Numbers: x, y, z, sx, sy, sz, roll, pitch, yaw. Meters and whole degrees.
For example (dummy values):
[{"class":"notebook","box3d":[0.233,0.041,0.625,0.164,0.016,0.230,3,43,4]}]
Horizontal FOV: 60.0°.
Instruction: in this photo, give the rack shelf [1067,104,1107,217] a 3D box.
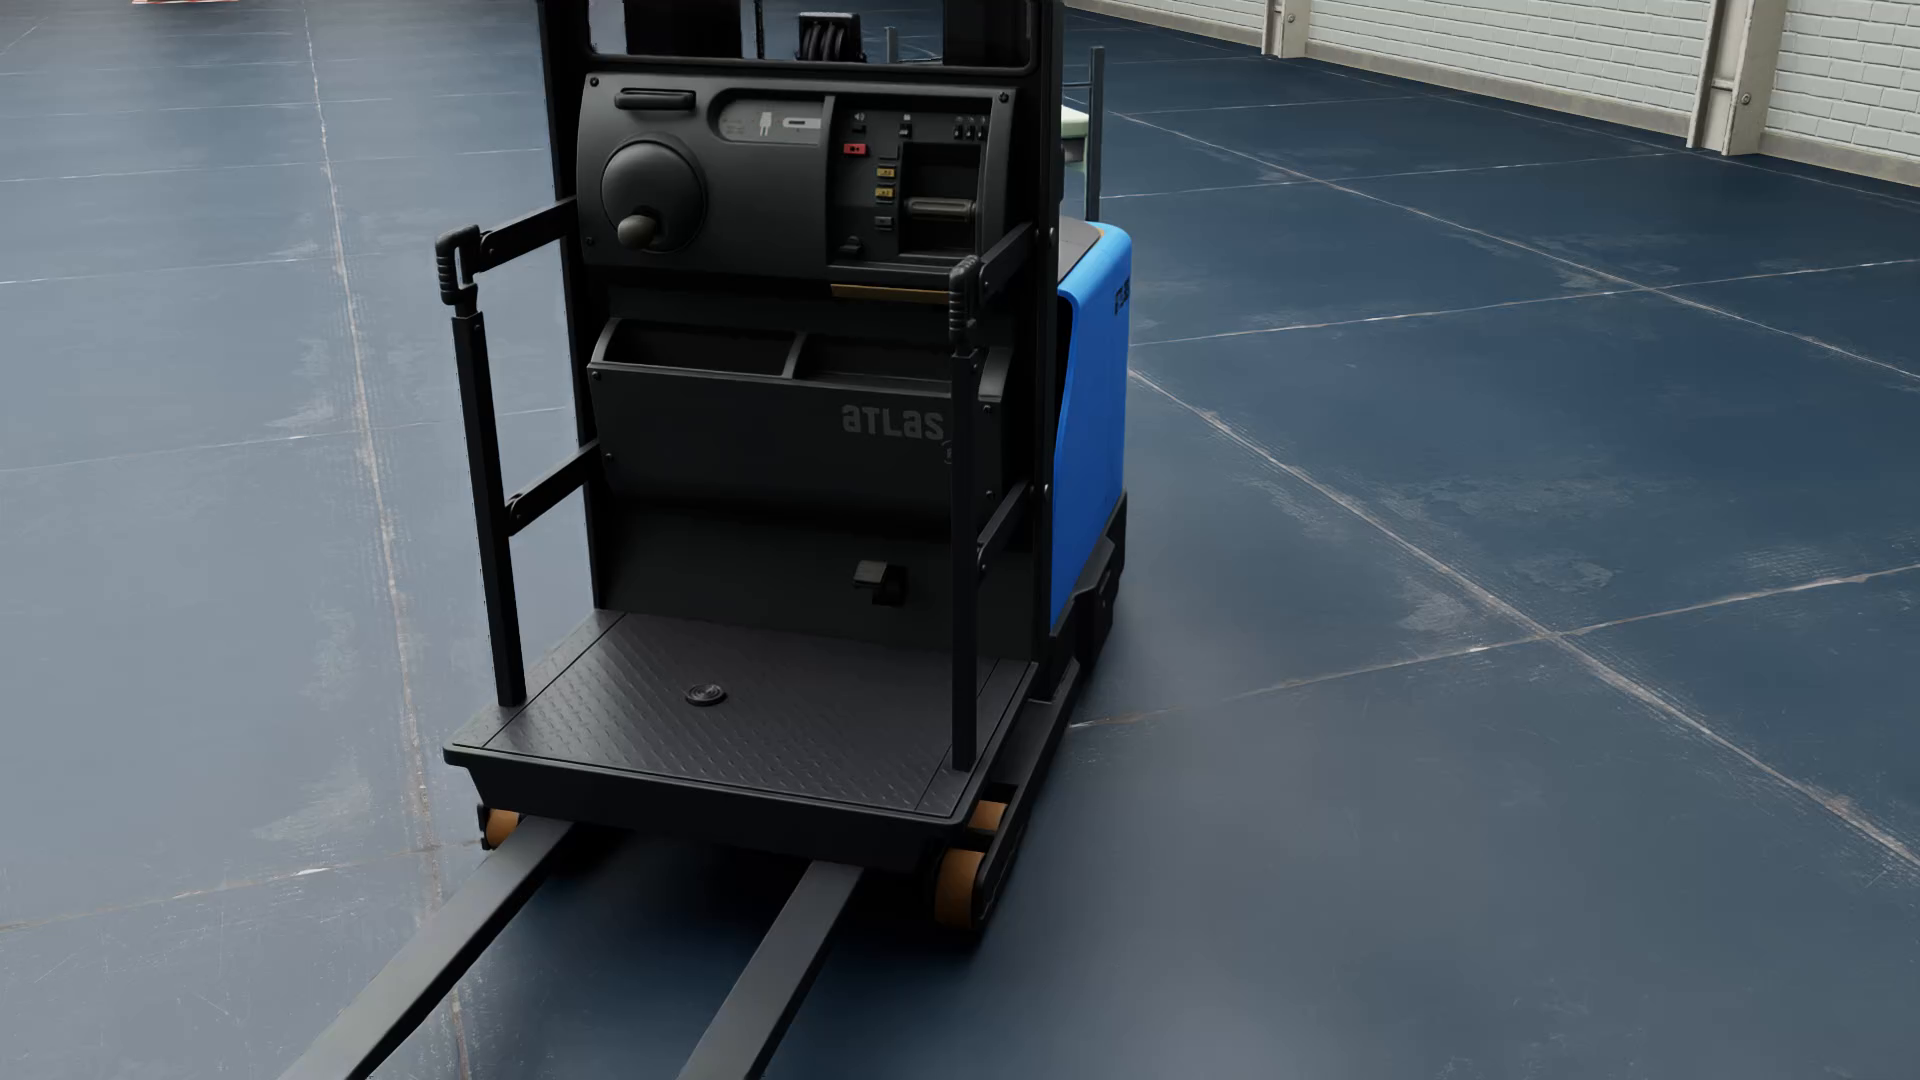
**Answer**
[{"class":"rack shelf","box3d":[0.106,-1.187,5.130,0.431,0.370,0.720,-8,24,-18]}]

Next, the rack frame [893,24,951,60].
[{"class":"rack frame","box3d":[-0.019,-0.961,5.599,0.400,1.500,0.023,-8,24,-18]}]

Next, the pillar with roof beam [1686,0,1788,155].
[{"class":"pillar with roof beam","box3d":[1.410,-6.339,8.703,9.100,9.000,0.400,-8,24,-19]}]

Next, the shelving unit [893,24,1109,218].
[{"class":"shelving unit","box3d":[0.106,-0.827,5.282,0.431,1.500,0.755,-8,24,-18]}]

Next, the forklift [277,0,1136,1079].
[{"class":"forklift","box3d":[-0.384,-0.748,3.252,1.130,2.935,3.031,6,24,14]}]

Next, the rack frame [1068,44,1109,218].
[{"class":"rack frame","box3d":[0.231,-0.694,4.965,0.400,1.500,0.023,-8,24,-18]}]

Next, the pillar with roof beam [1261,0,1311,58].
[{"class":"pillar with roof beam","box3d":[-0.710,-8.519,13.875,9.100,9.000,0.400,-8,24,-19]}]
